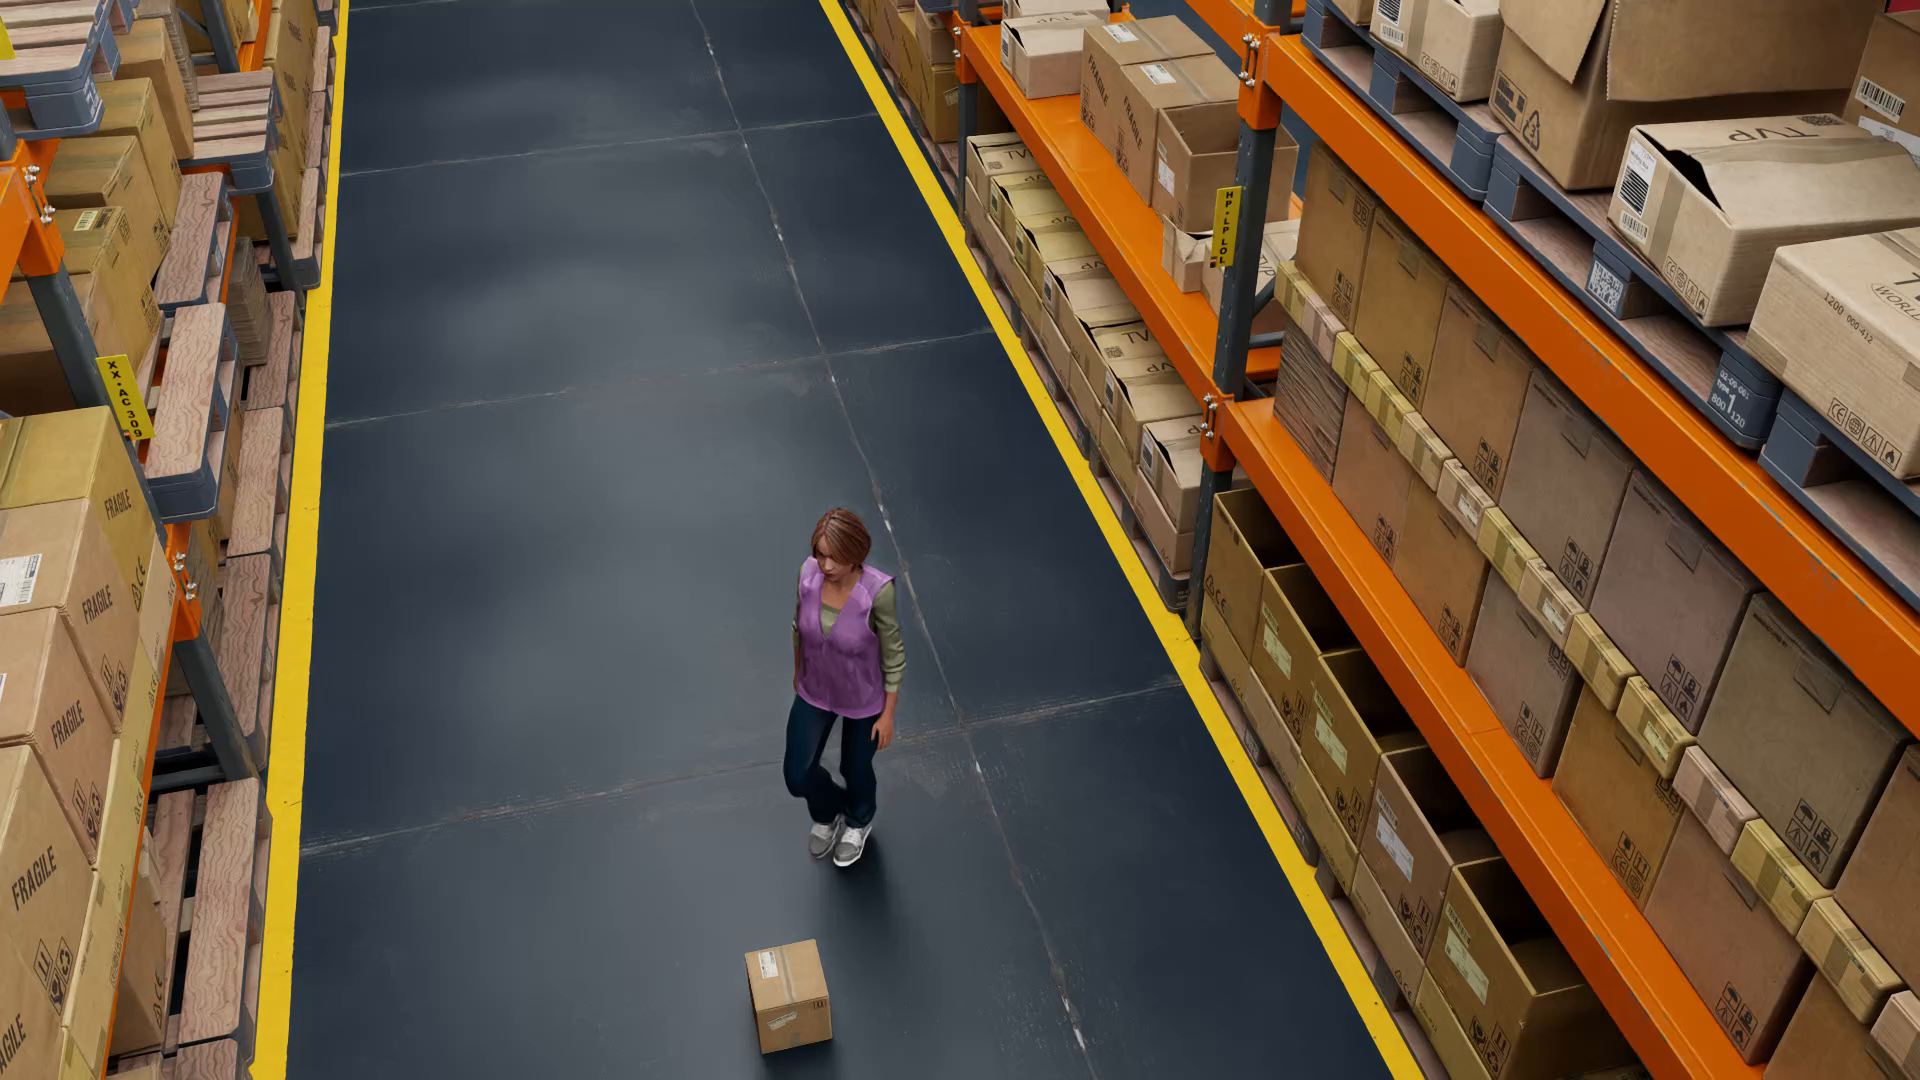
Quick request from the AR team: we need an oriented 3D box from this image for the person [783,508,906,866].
[{"bbox_3d":[-0.427,0.598,5.960,0.466,1.610,0.412,11,40,13],"label":"person"}]
